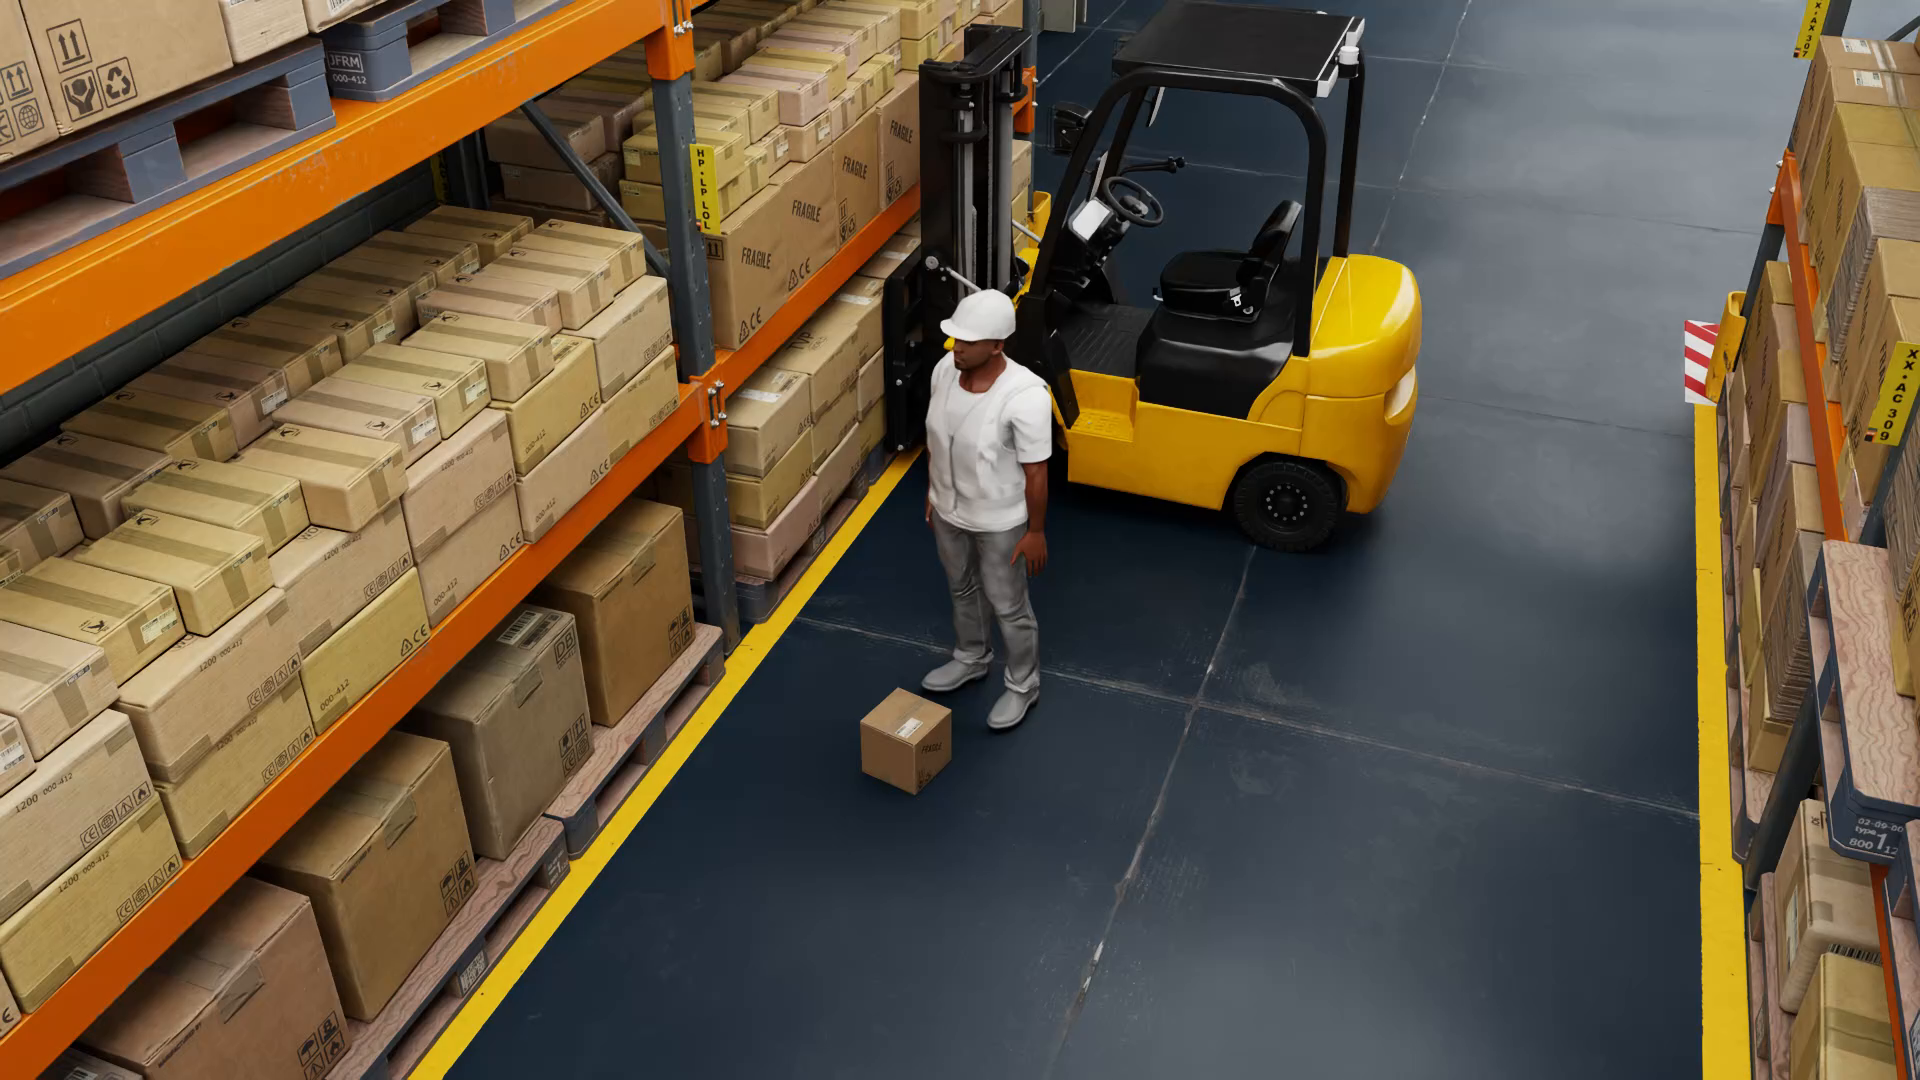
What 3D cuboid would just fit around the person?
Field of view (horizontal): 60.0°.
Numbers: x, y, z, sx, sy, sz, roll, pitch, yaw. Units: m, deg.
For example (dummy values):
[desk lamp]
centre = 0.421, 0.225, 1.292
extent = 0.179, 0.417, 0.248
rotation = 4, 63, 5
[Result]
[person]
centre = 0.083, -0.117, 6.263
extent = 0.607, 1.765, 0.341
rotation = 25, 41, 33
